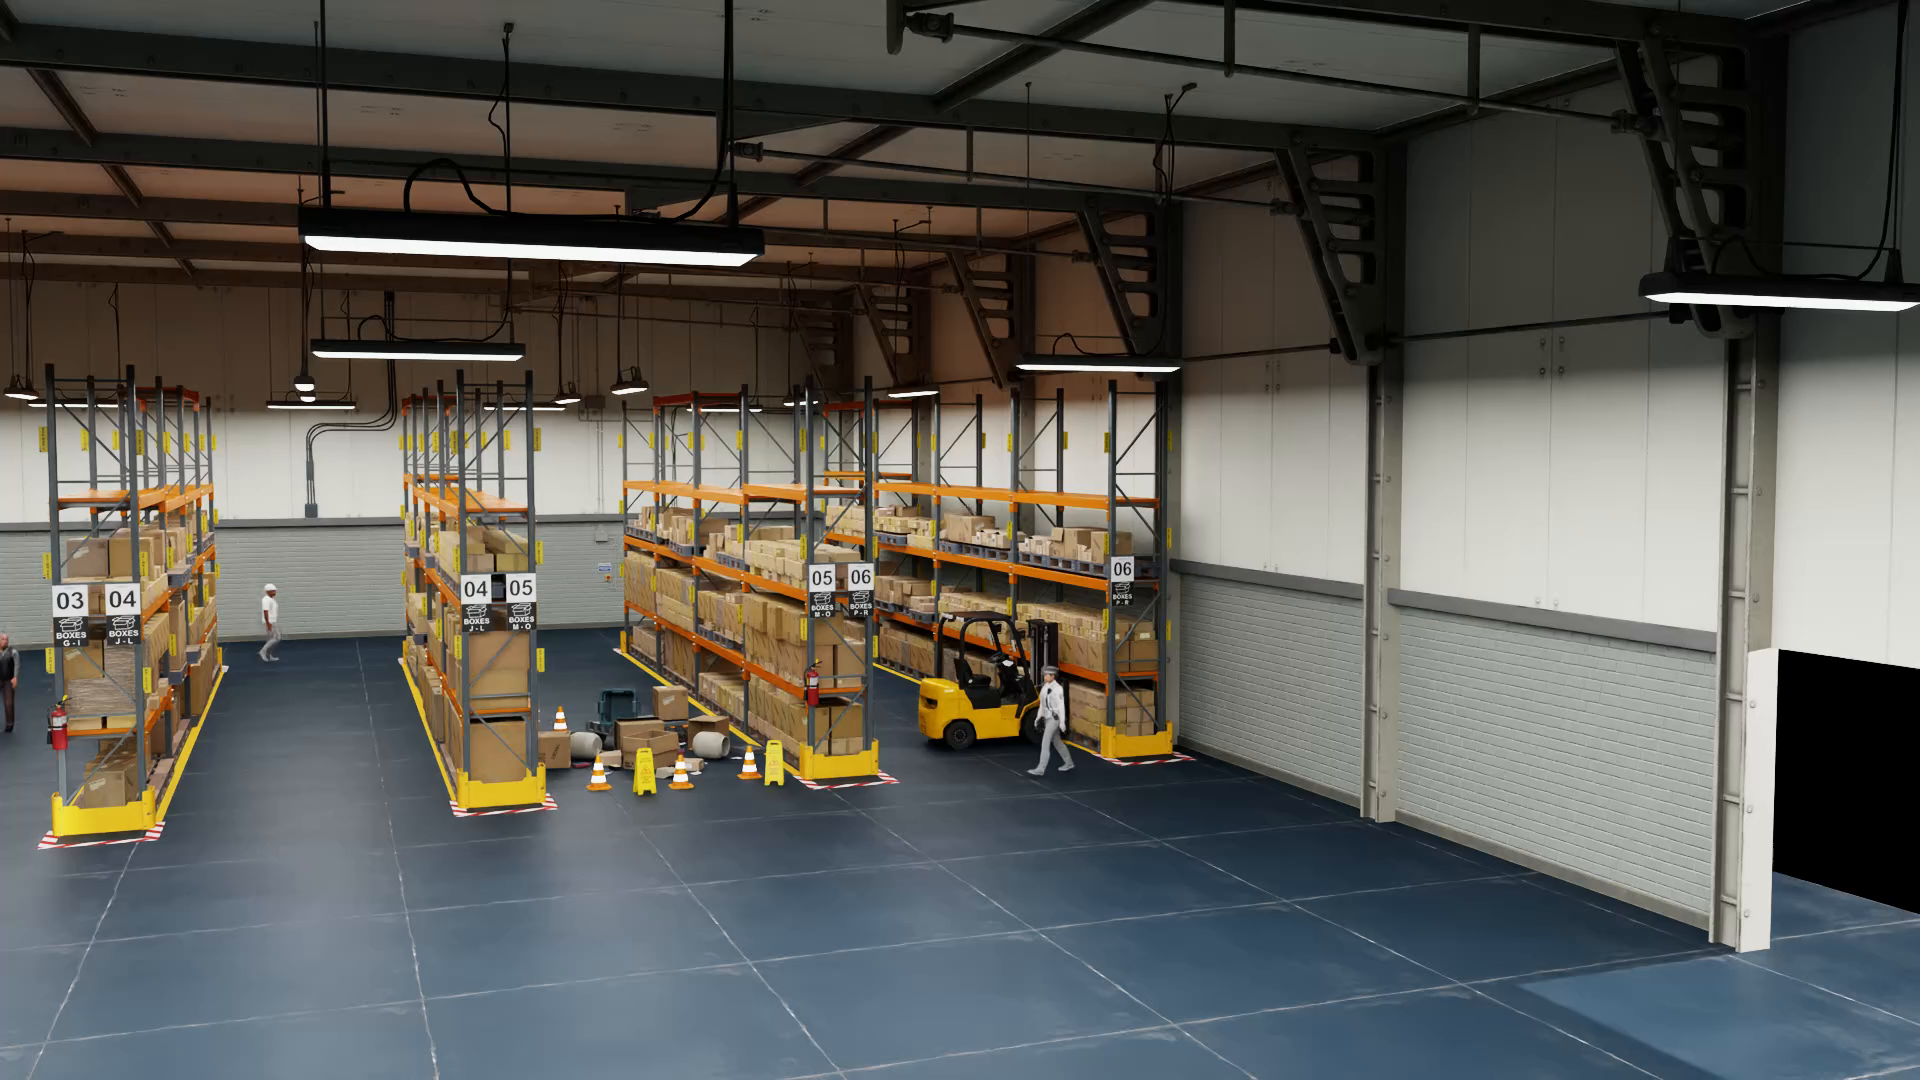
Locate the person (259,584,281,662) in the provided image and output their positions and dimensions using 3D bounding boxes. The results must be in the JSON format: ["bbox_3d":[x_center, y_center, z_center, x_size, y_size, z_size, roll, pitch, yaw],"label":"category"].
[{"bbox_3d":[-15.743,1.888,37.896,0.478,1.763,0.610,-1,4,-22],"label":"person"}]

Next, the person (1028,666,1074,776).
[{"bbox_3d":[1.365,2.714,25.142,0.840,1.642,0.486,-1,4,-17],"label":"person"}]

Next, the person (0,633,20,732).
[{"bbox_3d":[-16.513,2.490,28.655,0.569,1.721,0.752,-2,4,-29],"label":"person"}]
